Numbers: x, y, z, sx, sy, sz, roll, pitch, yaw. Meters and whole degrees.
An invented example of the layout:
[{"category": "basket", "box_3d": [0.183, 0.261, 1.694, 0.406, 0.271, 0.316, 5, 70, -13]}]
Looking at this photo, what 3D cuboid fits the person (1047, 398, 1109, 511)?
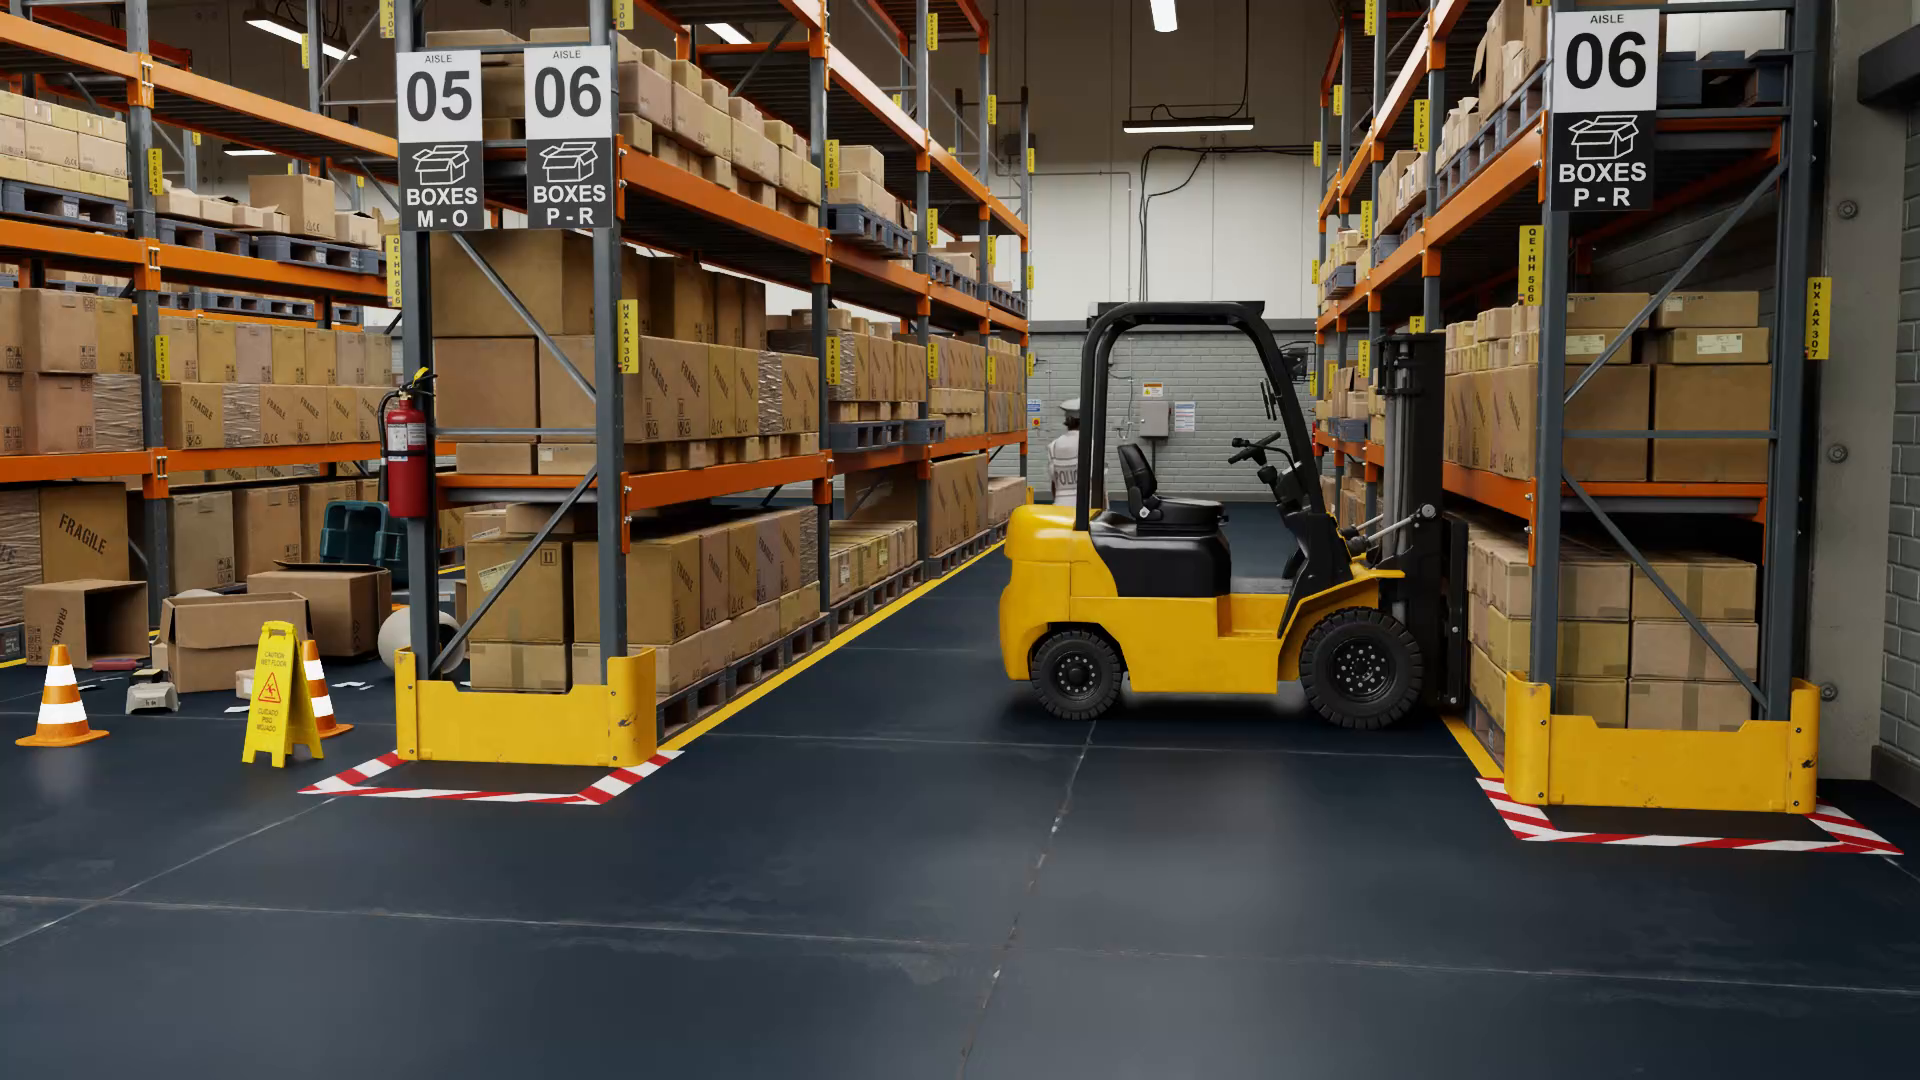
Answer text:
[{"category": "person", "box_3d": [0.832, -0.092, 11.194, 0.500, 1.734, 0.579, 3, 5, 29]}]
